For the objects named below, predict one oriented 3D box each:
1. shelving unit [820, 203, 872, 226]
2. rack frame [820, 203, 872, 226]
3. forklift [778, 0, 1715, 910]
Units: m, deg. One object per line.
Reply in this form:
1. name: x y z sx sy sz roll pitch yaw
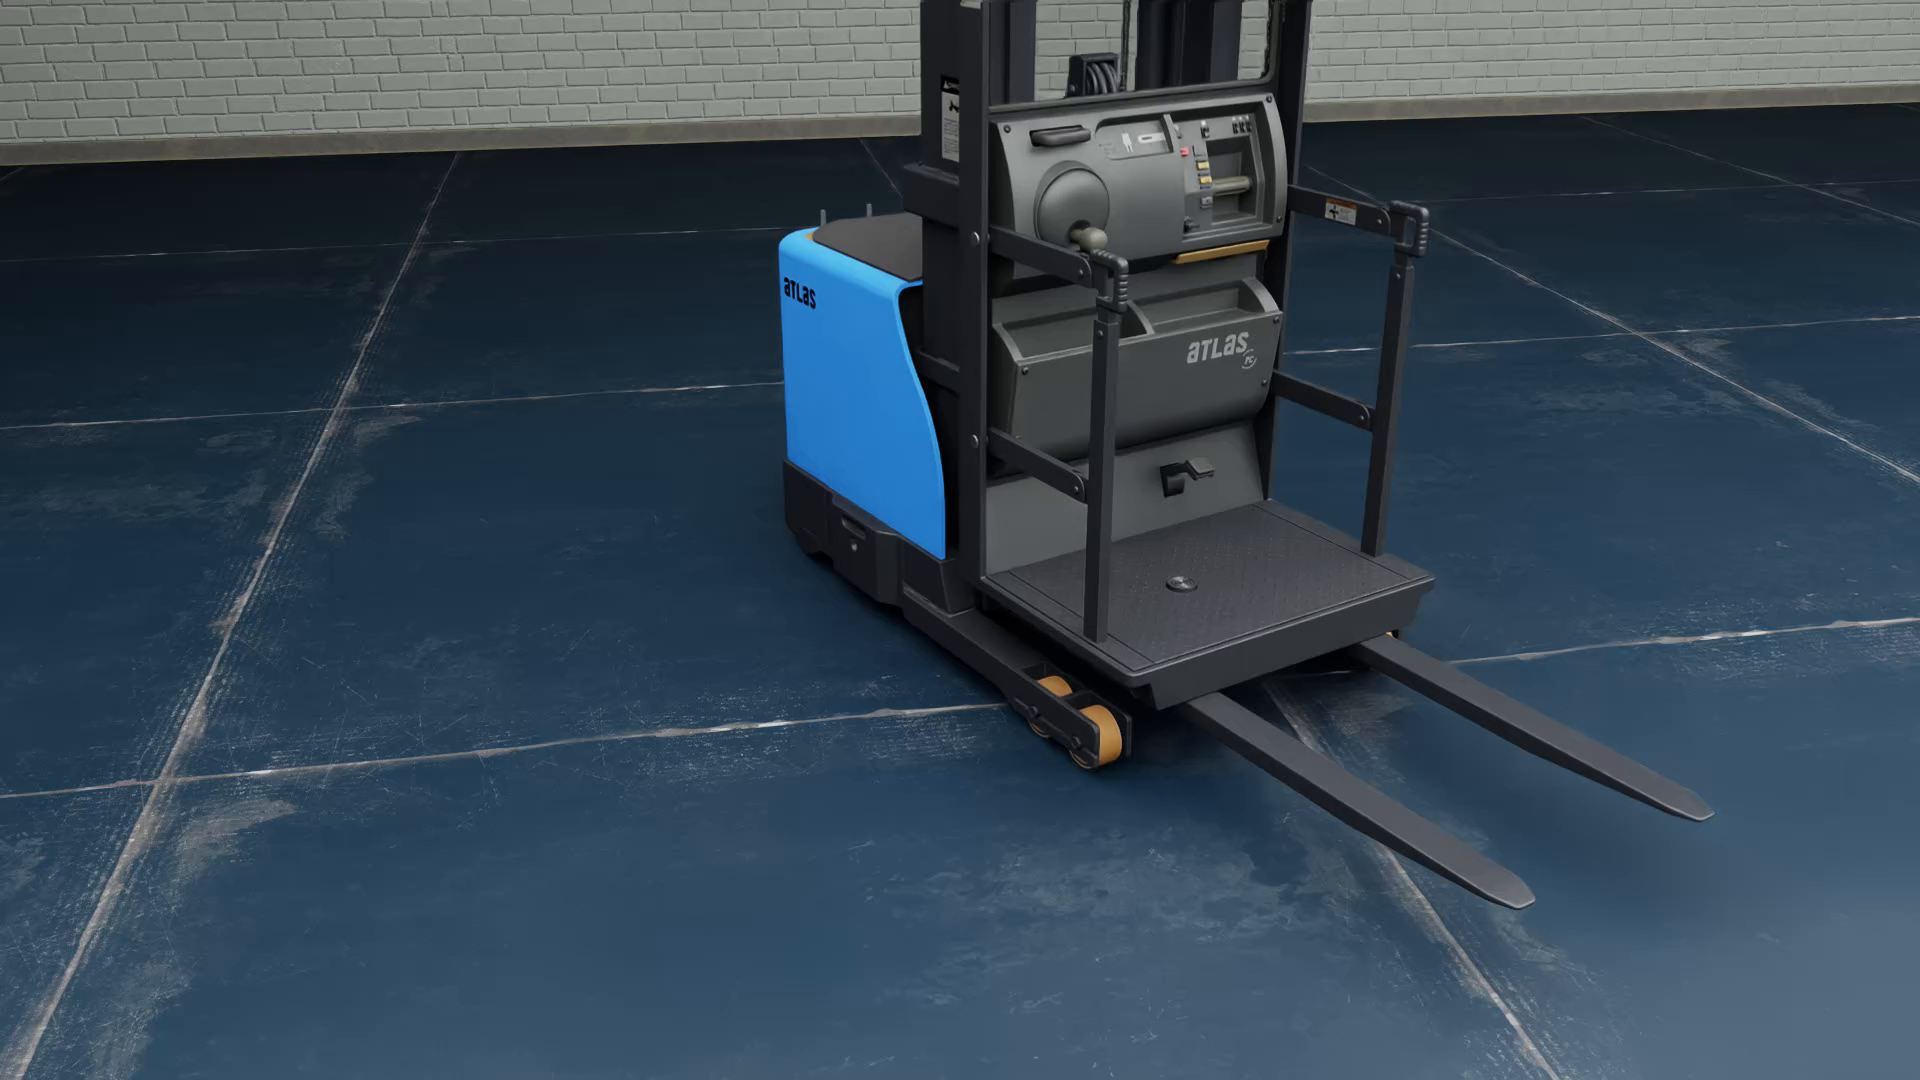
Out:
1. shelving unit: -0.330 -0.634 5.891 0.215 1.050 0.252 -14 27 -30
2. rack frame: -0.396 -0.675 5.985 0.200 1.050 0.008 -14 27 -30
3. forklift: 0.619 -0.957 4.278 1.130 2.935 3.031 -14 27 -30
